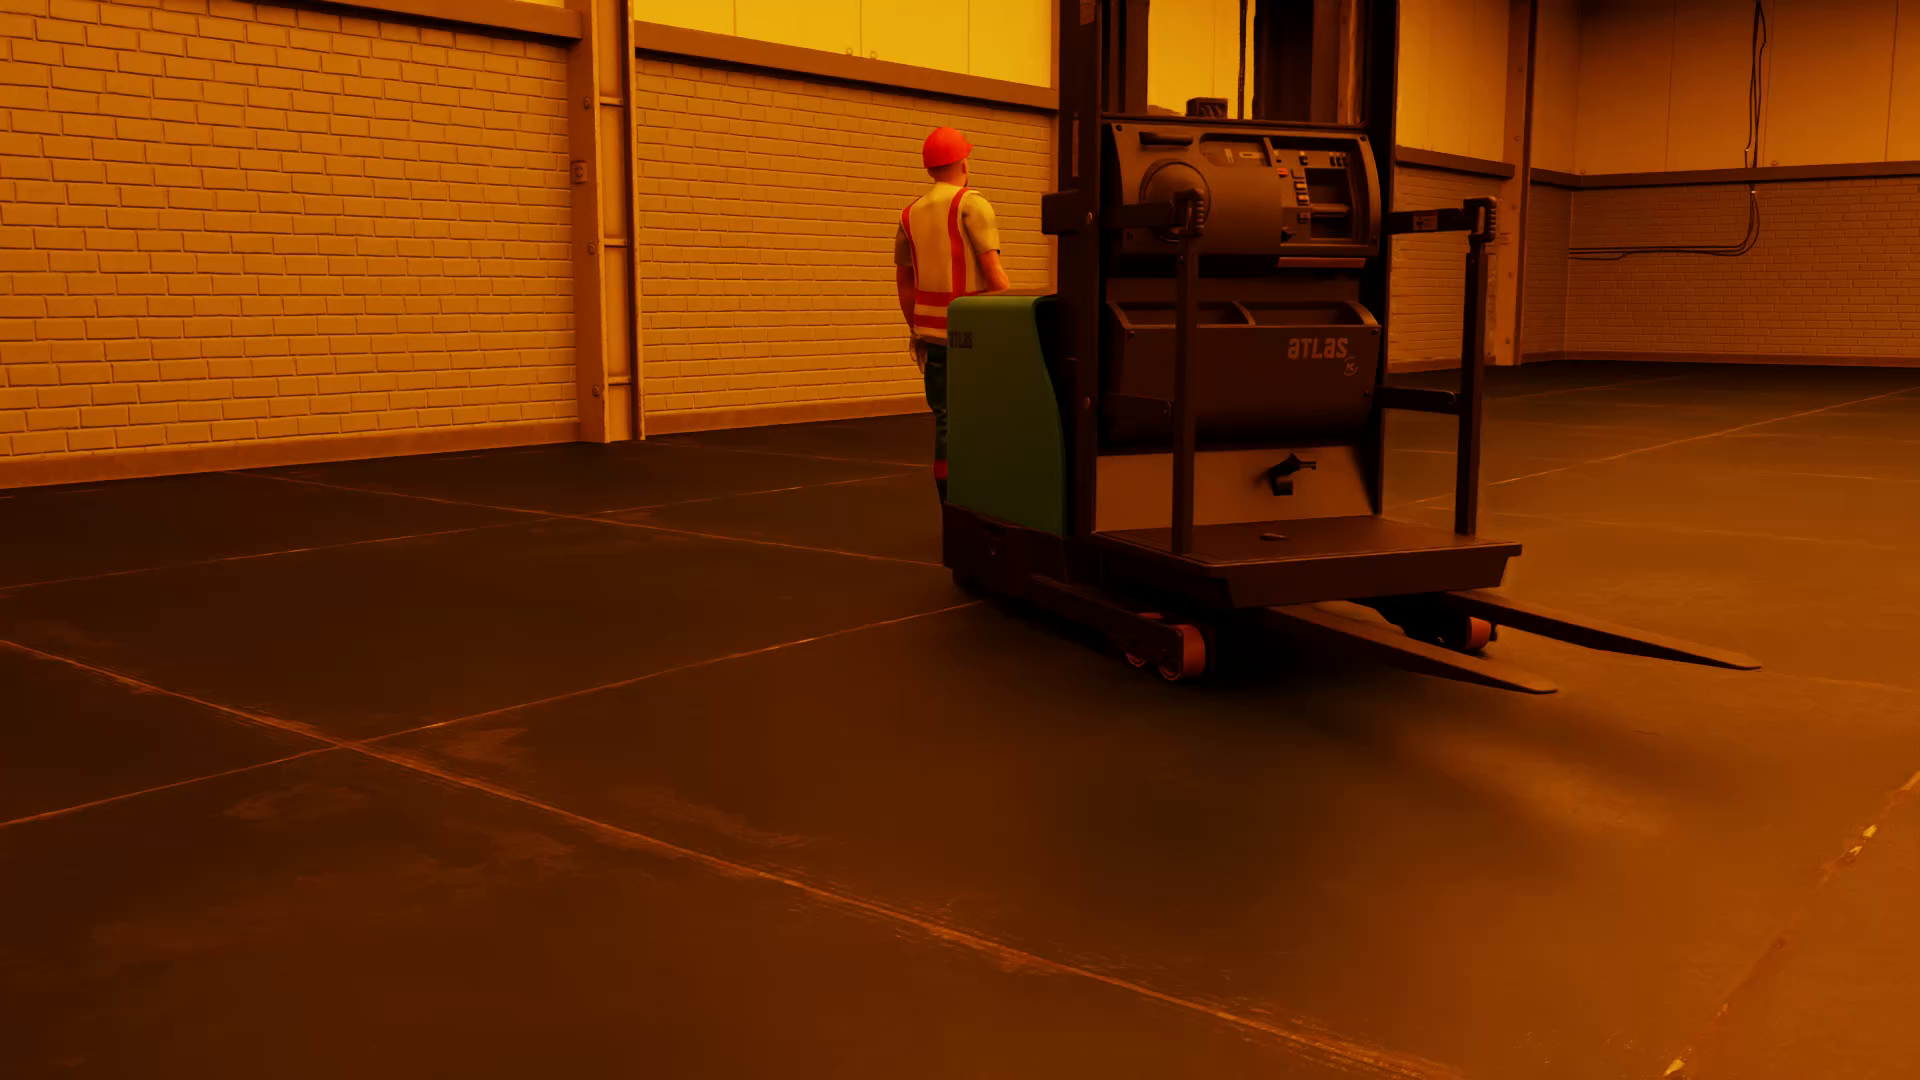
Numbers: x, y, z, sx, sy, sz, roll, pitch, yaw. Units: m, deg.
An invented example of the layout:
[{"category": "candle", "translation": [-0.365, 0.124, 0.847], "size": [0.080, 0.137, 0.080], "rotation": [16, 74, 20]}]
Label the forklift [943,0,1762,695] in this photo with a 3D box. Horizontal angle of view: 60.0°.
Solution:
[{"category": "forklift", "translation": [0.974, -1.121, 4.941], "size": [1.130, 2.935, 3.031], "rotation": [-3, 9, -23]}]

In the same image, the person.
[{"category": "person", "translation": [0.060, -0.900, 7.328], "size": [0.637, 1.787, 0.564], "rotation": [7, 11, 38]}]
